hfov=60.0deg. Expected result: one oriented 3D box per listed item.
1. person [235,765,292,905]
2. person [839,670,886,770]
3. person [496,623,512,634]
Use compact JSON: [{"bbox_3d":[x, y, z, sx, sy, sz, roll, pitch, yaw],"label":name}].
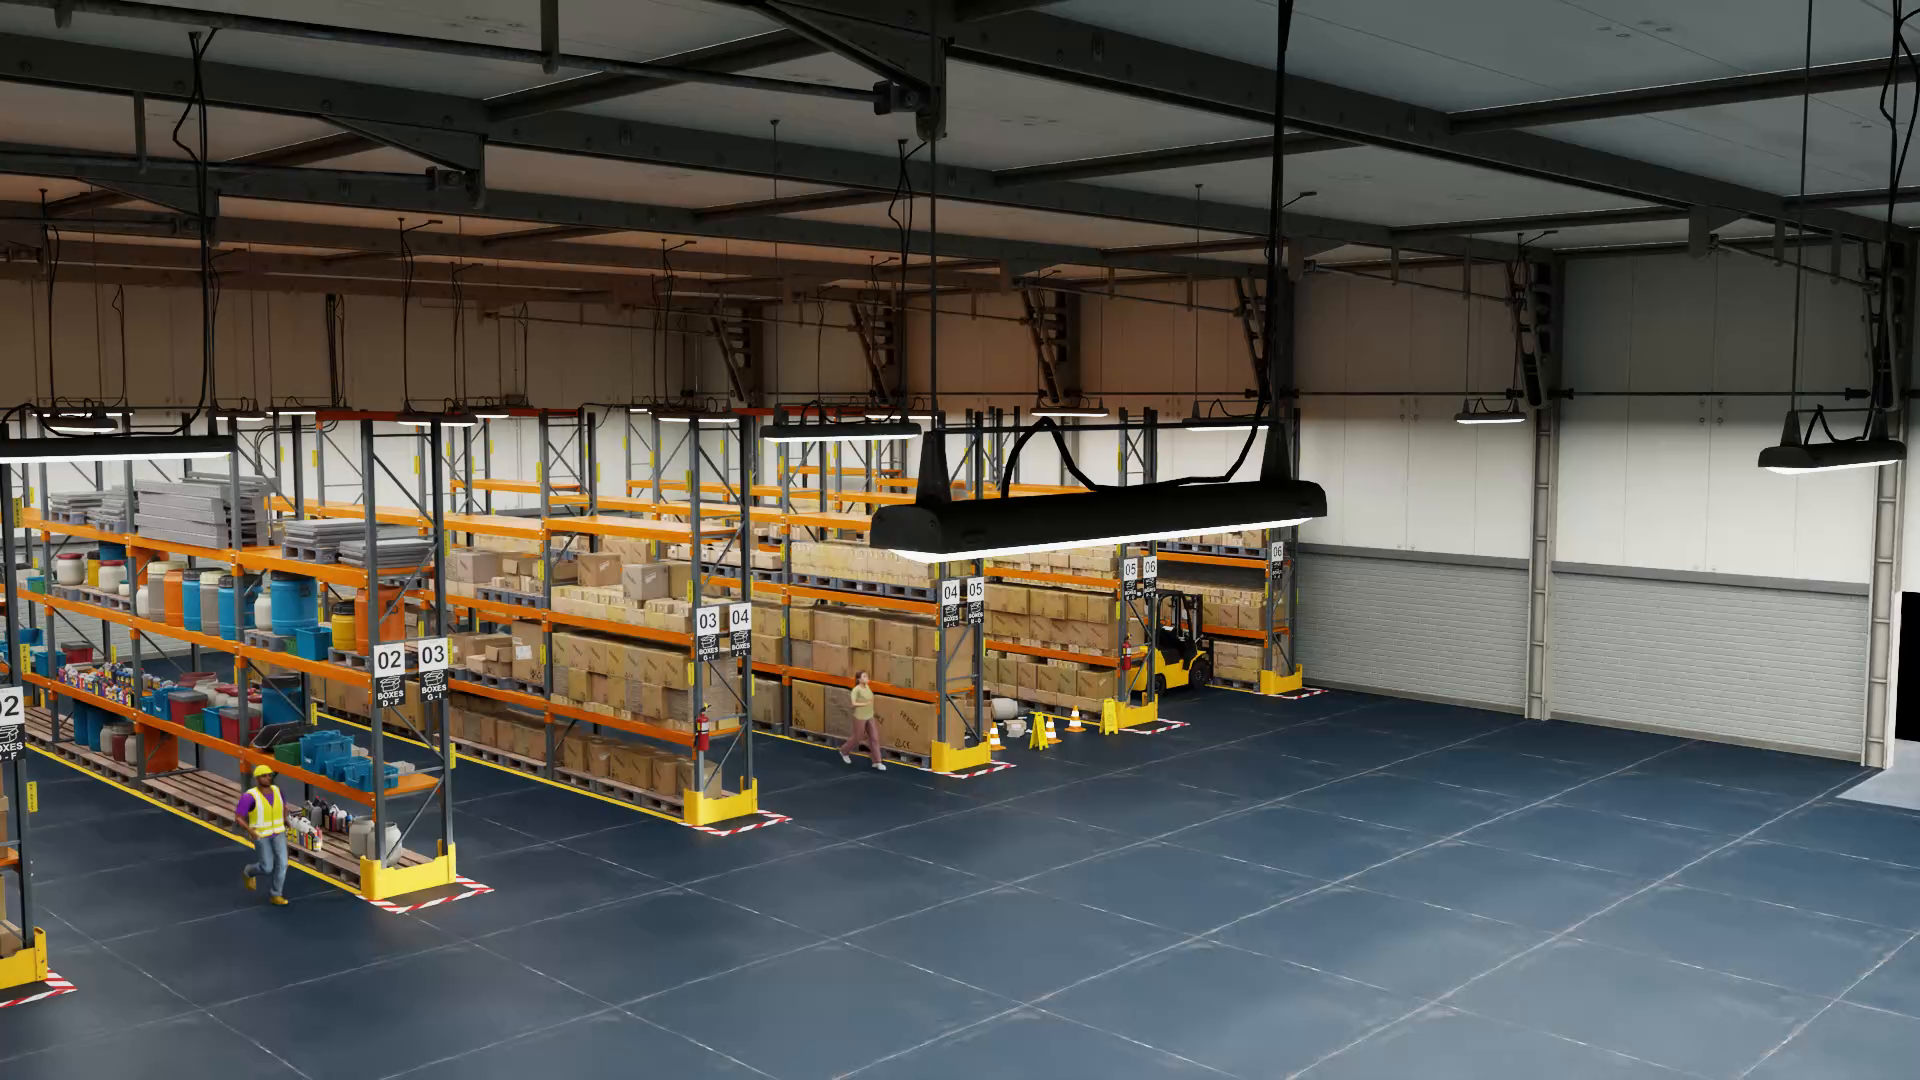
[{"bbox_3d":[-8.596,3.644,20.632,0.737,1.716,0.695,4,6,37],"label":"person"},{"bbox_3d":[-1.633,2.999,27.951,0.970,1.653,0.574,4,7,40],"label":"person"},{"bbox_3d":[-11.019,1.924,40.540,0.651,1.690,0.672,2,5,18],"label":"person"}]
